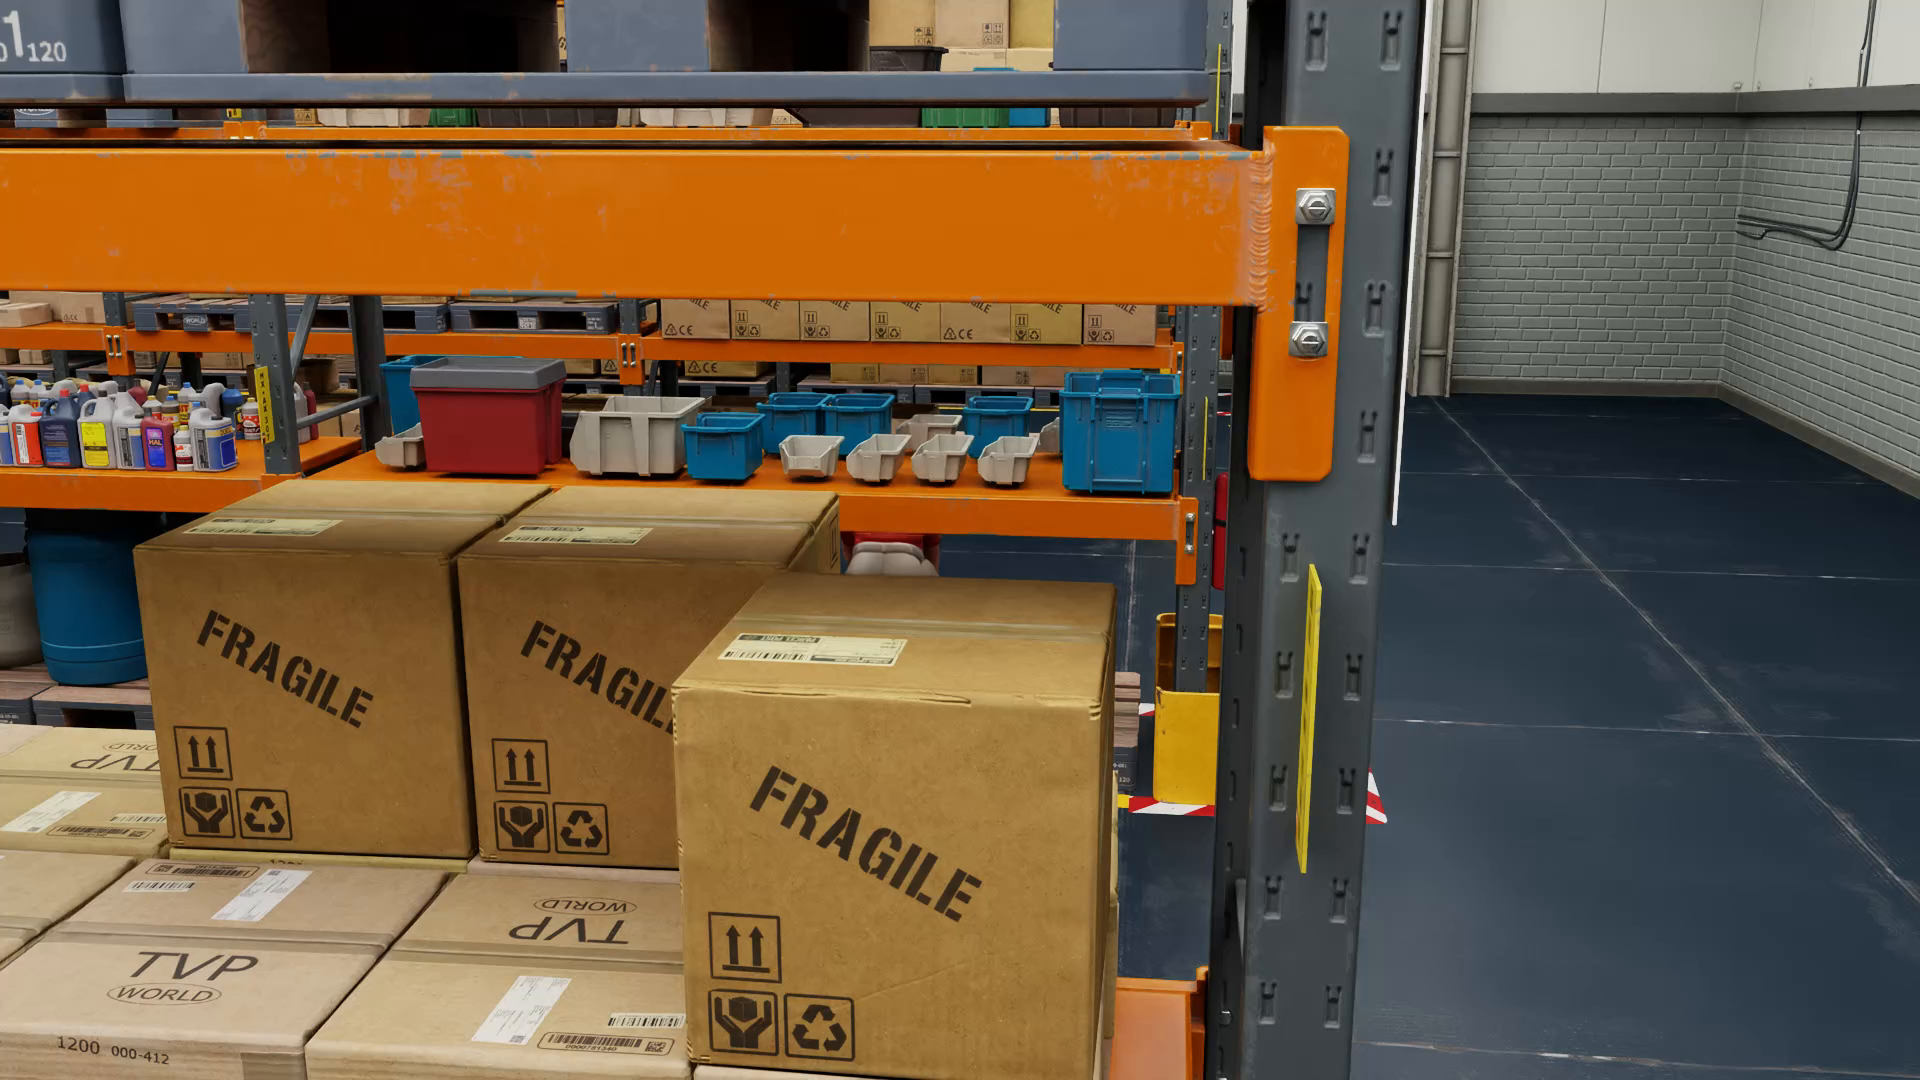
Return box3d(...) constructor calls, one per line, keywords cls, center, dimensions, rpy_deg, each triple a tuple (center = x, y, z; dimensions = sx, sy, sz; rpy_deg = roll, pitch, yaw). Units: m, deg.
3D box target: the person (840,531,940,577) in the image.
box3d(cls="person", center=(-0.398, 0.127, 9.057), dimensions=(0.570, 0.990, 0.869), rpy_deg=(2, 14, 6))
